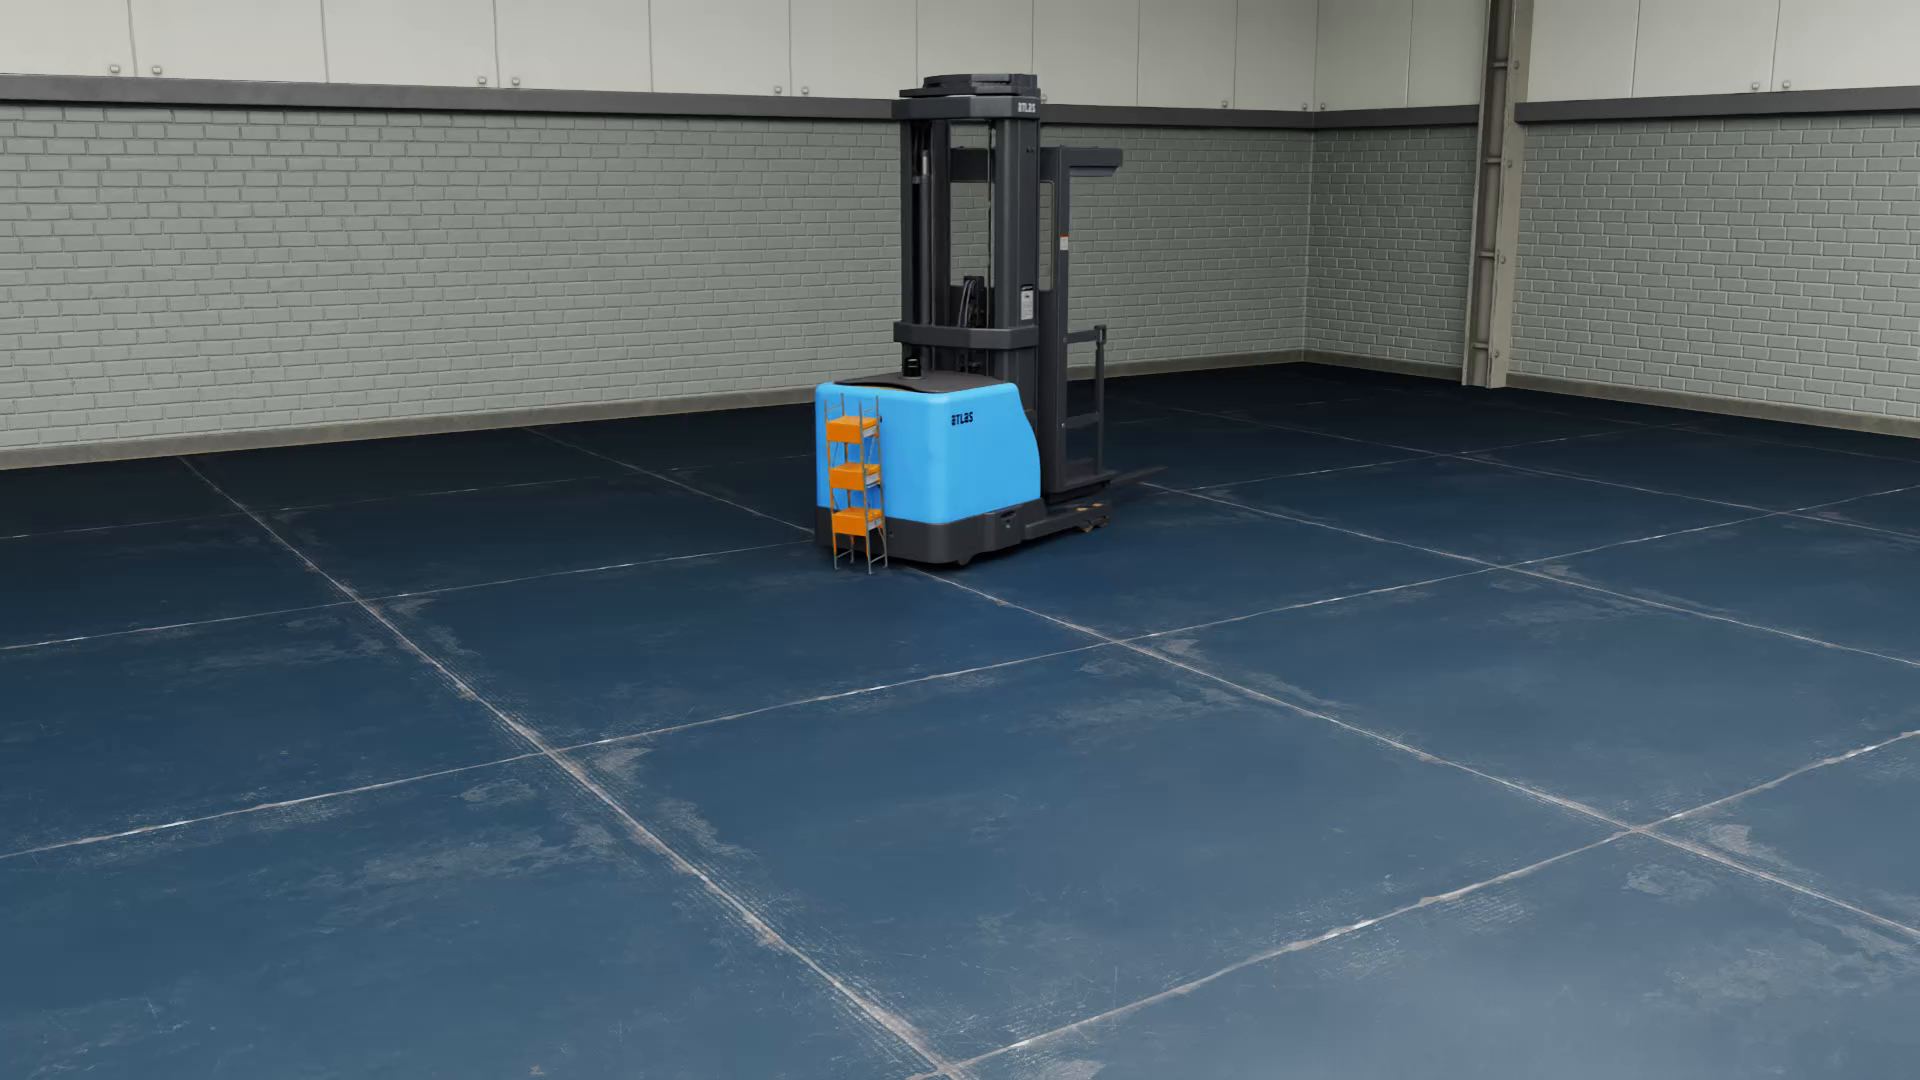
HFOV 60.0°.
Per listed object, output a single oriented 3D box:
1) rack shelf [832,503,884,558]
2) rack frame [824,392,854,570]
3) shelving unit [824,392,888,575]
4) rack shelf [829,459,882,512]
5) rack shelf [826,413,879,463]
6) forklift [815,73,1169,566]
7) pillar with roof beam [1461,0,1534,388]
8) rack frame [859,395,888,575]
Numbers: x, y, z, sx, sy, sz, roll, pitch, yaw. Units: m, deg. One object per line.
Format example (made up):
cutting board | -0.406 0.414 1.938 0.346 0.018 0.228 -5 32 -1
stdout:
rack shelf | -0.607 -0.059 9.984 0.240 0.259 0.215 7 19 29
rack frame | -0.724 -0.349 9.962 0.008 1.050 0.200 7 19 29
shelving unit | -0.618 -0.336 9.903 0.252 1.050 0.215 7 19 29
rack shelf | -0.618 -0.326 9.906 0.240 0.259 0.215 7 19 29
rack shelf | -0.630 -0.598 9.826 0.240 0.259 0.215 7 19 29
forklift | 0.374 -1.538 11.036 1.130 2.935 3.031 9 15 36
pillar with roof beam | 2.364 -5.639 15.582 9.100 9.000 0.400 -8 15 -33
rack frame | -0.513 -0.323 9.844 0.008 1.050 0.200 7 19 29
